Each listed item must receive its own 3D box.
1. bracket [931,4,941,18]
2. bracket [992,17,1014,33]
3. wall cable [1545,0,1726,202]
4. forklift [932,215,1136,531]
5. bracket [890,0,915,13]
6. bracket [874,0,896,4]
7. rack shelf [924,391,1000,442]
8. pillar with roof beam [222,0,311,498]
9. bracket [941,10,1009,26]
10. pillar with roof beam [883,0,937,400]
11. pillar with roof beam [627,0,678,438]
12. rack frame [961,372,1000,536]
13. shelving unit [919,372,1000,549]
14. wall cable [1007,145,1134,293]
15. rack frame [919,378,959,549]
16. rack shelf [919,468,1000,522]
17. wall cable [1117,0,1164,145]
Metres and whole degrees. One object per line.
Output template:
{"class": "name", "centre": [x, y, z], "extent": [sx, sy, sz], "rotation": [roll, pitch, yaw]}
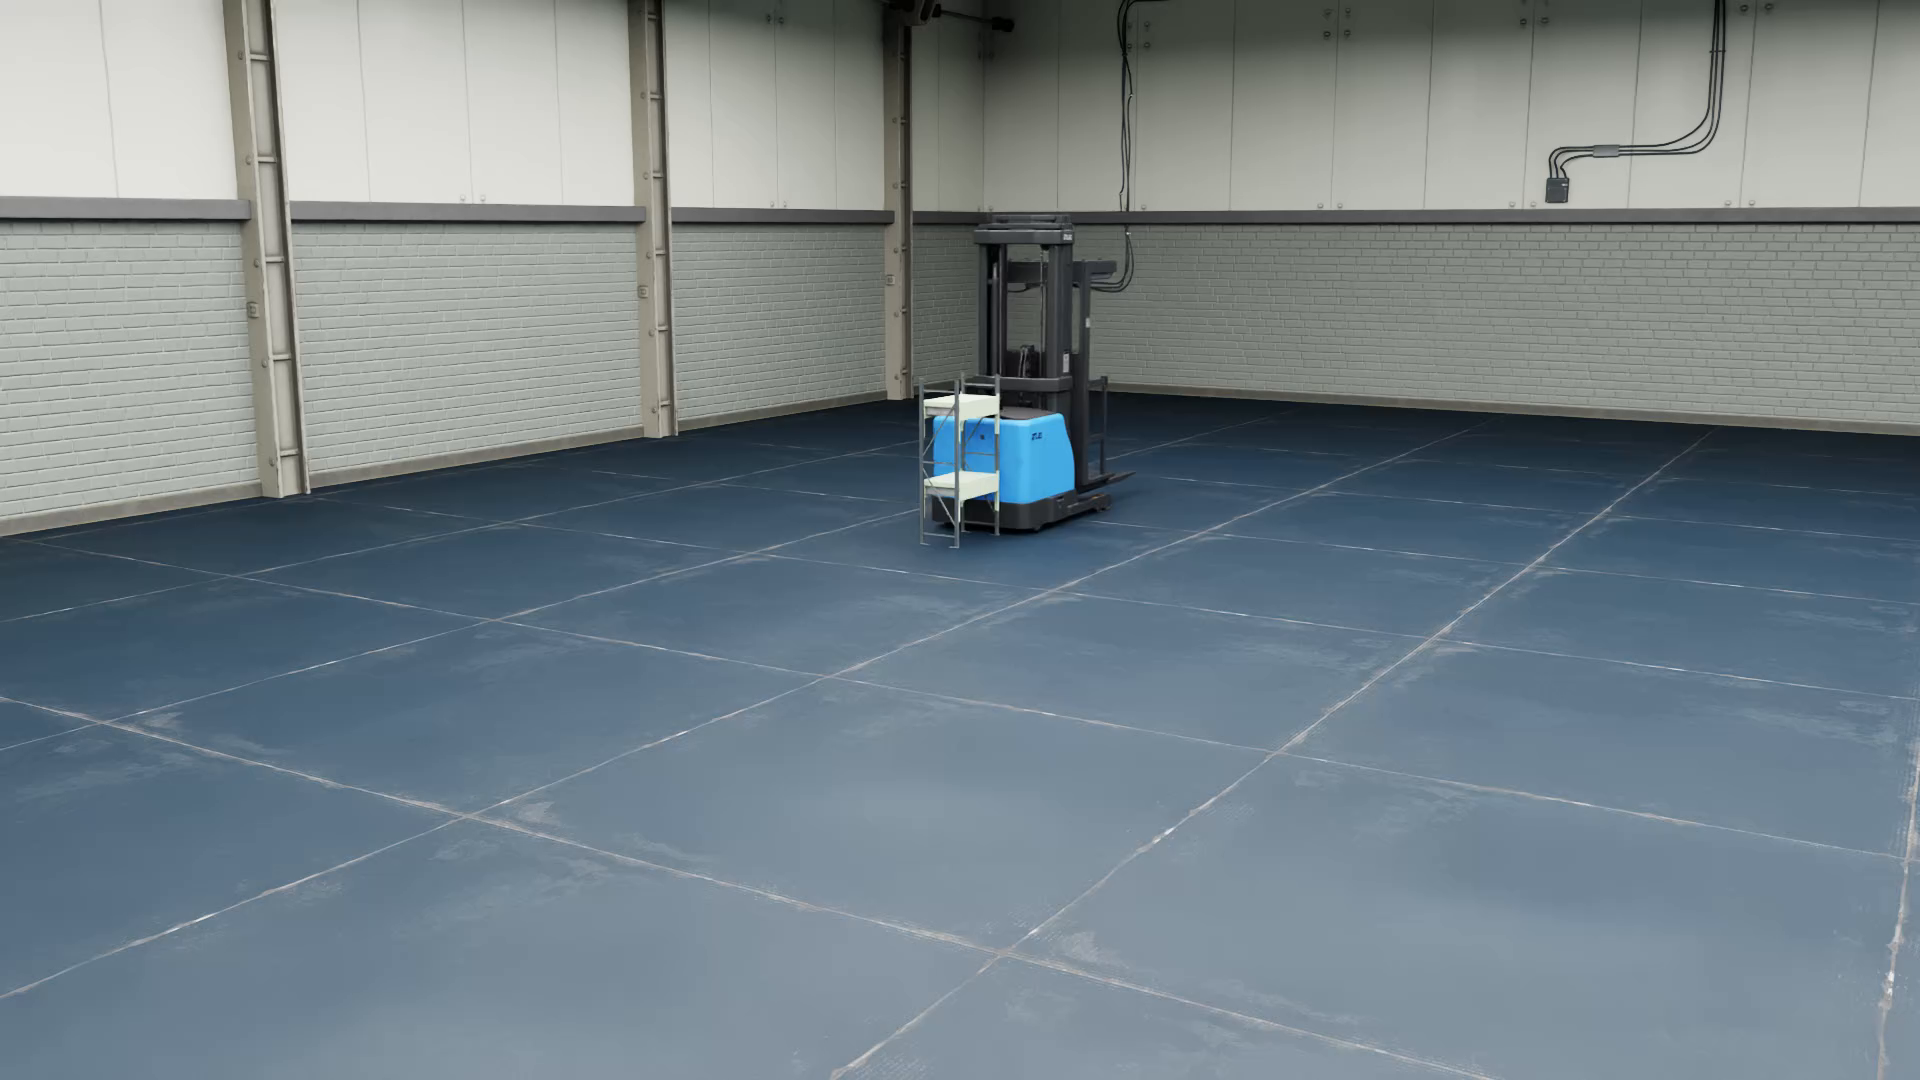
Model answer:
{"class": "bracket", "centre": [-0.493, -8.601, 26.957], "extent": [0.235, 0.232, 0.430], "rotation": [6, 12, 31]}
{"class": "bracket", "centre": [0.737, -8.974, 28.947], "extent": [0.235, 0.232, 0.430], "rotation": [6, 12, 31]}
{"class": "wall cable", "centre": [9.753, -7.900, 23.749], "extent": [2.305, 6.003, 0.169], "rotation": [6, 12, 31]}
{"class": "forklift", "centre": [0.885, -1.751, 16.639], "extent": [1.130, 2.935, 3.031], "rotation": [6, 12, 28]}
{"class": "bracket", "centre": [-0.924, -8.471, 26.259], "extent": [0.235, 0.232, 0.430], "rotation": [6, 12, 31]}
{"class": "bracket", "centre": [-2.262, -8.065, 24.095], "extent": [0.076, 0.066, 4.783], "rotation": [6, 12, 31]}
{"class": "rack shelf", "centre": [0.000, -1.120, 15.037], "extent": [0.431, 0.370, 0.720], "rotation": [6, 12, 30]}
{"class": "pillar with roof beam", "centre": [-3.563, -4.502, 14.843], "extent": [9.100, 9.000, 0.400], "rotation": [6, 12, 31]}
{"class": "bracket", "centre": [0.430, -8.881, 28.451], "extent": [0.076, 0.066, 3.189], "rotation": [6, 12, 31]}
{"class": "pillar with roof beam", "centre": [2.667, -6.389, 24.923], "extent": [9.100, 9.000, 0.548], "rotation": [6, 12, 31]}
{"class": "pillar with roof beam", "centre": [-0.448, -5.446, 19.883], "extent": [9.100, 9.000, 0.400], "rotation": [6, 12, 31]}
{"class": "rack frame", "centre": [0.185, -0.795, 15.419], "extent": [0.400, 1.500, 0.023], "rotation": [6, 12, 30]}
{"class": "shelving unit", "centre": [0.000, -0.737, 15.109], "extent": [0.431, 1.500, 0.755], "rotation": [6, 12, 30]}
{"class": "wall cable", "centre": [1.647, -5.611, 29.206], "extent": [3.097, 2.526, 0.112], "rotation": [6, 12, 31]}
{"class": "rack frame", "centre": [-0.185, -0.678, 14.798], "extent": [0.400, 1.500, 0.023], "rotation": [6, 12, 30]}
{"class": "rack shelf", "centre": [0.000, -0.416, 15.169], "extent": [0.431, 0.370, 0.720], "rotation": [6, 12, 30]}
{"class": "wall cable", "centre": [3.960, -7.835, 27.361], "extent": [3.097, 2.526, 0.112], "rotation": [6, 12, 31]}
